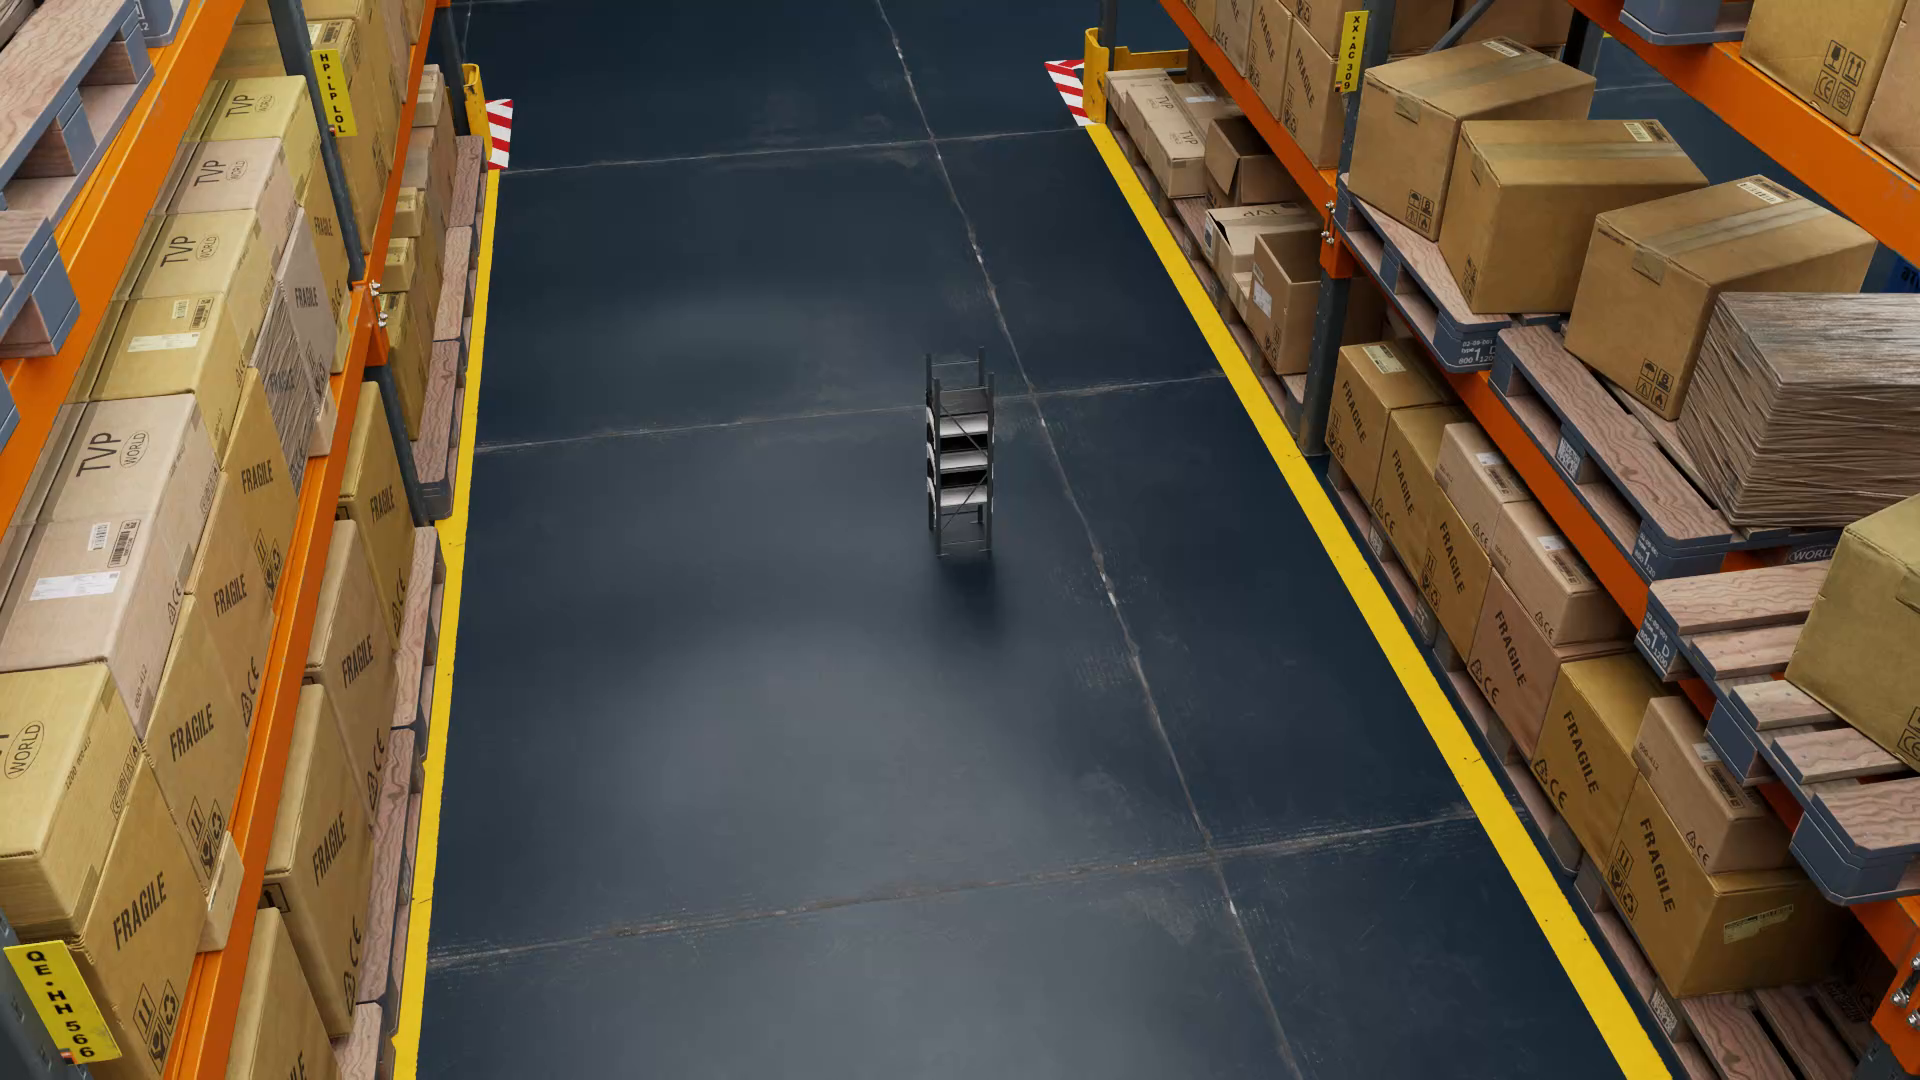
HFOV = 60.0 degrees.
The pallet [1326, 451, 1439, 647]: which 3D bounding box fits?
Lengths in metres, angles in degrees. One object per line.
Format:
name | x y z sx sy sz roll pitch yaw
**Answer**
pallet | 2.265 -0.065 7.162 1.003 0.211 1.213 -6 38 -8

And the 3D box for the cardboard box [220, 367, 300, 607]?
cardboard box | -2.191 -0.119 4.618 0.500 0.500 0.500 -5 38 -7

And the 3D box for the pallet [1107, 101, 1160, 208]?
pallet | 1.538 -2.441 10.220 1.003 0.211 1.213 -6 38 -8

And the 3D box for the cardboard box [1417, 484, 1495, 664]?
cardboard box | 2.115 0.102 6.353 0.500 0.500 0.500 -6 38 -7

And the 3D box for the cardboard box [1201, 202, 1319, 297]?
cardboard box | 1.574 -1.532 8.610 0.500 0.311 0.500 -6 38 -8

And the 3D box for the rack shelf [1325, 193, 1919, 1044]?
rack shelf | 2.436 -0.162 5.600 1.077 0.370 4.000 -6 38 -8

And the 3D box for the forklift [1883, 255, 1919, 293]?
forklift | 5.020 -0.883 5.998 1.130 2.935 3.031 -11 39 -14

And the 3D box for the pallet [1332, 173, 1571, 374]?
pallet | 2.118 -1.084 6.356 1.003 0.211 1.213 -6 38 -8

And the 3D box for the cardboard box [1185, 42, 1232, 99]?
cardboard box | 1.722 -2.954 10.287 0.500 0.500 0.500 -6 38 -8

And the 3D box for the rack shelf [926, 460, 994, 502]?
rack shelf | -0.001 -0.263 7.056 0.258 0.077 0.200 -6 38 -8

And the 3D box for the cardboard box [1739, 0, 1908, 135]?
cardboard box | 2.496 -1.344 4.008 0.910 0.500 0.500 -6 38 -8

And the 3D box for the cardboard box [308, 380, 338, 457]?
cardboard box | -2.281 -0.389 5.494 0.380 0.149 0.250 -6 38 -8

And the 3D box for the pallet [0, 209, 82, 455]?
pallet | -2.255 -0.196 2.766 1.213 0.211 1.003 -5 38 -6

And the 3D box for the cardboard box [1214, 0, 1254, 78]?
cardboard box | 1.561 -2.589 8.056 0.500 0.500 0.500 -5 38 -7

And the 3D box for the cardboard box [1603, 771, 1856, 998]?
cardboard box | 2.391 1.036 5.150 0.500 0.500 0.500 -5 38 -6

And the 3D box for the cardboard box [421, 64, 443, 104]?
cardboard box | -3.069 -2.500 9.189 0.380 0.149 0.250 -7 38 -8

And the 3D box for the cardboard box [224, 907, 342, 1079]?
cardboard box | -2.090 1.522 4.256 0.750 0.750 0.750 -7 38 -9

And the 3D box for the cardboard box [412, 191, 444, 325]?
cardboard box | -2.994 -1.374 8.269 0.700 0.500 0.500 -5 38 -7

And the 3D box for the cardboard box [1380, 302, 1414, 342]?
cardboard box | 2.224 -1.043 7.980 0.500 0.311 0.500 -6 38 -8

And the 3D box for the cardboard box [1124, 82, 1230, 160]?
cardboard box | 1.287 -2.497 9.901 0.500 0.250 0.500 -6 38 -8

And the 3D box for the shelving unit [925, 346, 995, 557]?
shelving unit | -0.001 -0.360 6.980 0.258 0.900 0.210 -6 38 -8

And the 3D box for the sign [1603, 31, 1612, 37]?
sign | 2.631 -2.173 6.658 0.100 0.325 0.005 -6 38 -8

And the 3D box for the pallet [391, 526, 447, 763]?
pallet | -2.582 0.440 6.511 1.003 0.211 1.213 -6 38 -8

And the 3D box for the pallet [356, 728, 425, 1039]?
pallet | -2.365 1.179 5.561 1.003 0.211 1.213 -6 38 -8

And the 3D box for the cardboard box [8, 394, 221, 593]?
cardboard box | -2.102 -0.092 3.972 0.500 0.250 0.500 -6 38 -8

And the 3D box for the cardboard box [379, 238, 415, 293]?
cardboard box | -2.702 -1.243 7.571 0.380 0.149 0.250 -5 38 -6

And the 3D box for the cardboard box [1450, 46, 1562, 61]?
cardboard box | 2.264 -2.030 7.337 0.500 0.500 0.500 -5 38 -7

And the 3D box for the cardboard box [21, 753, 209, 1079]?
cardboard box | -1.923 0.812 3.420 0.500 0.500 0.500 -5 38 -7

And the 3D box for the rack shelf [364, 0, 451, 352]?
rack shelf | -3.142 -2.043 8.021 1.077 0.370 4.000 -6 38 -8

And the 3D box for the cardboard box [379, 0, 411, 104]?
cardboard box | -3.130 -2.446 7.710 0.980 0.700 0.700 -8 39 -10

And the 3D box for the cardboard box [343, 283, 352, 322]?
cardboard box | -2.453 -0.854 6.092 0.380 0.149 0.250 -6 38 -8

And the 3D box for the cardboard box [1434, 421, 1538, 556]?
cardboard box | 2.105 -0.214 6.148 0.500 0.250 0.500 -6 38 -8

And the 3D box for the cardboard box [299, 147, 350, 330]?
cardboard box | -2.462 -1.032 5.793 0.500 0.500 0.500 -7 38 -9

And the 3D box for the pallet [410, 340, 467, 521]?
pallet | -2.848 -0.485 7.703 1.003 0.211 1.213 -6 38 -8

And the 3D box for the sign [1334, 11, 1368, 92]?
sign | 1.552 -1.933 6.587 0.100 0.325 0.005 -6 38 -8

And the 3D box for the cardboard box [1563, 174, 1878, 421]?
cardboard box | 2.456 -0.799 5.409 0.700 0.500 0.500 -16 41 -19

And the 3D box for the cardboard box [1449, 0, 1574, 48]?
cardboard box | 2.279 -2.403 7.002 0.500 0.500 0.500 -5 38 -7

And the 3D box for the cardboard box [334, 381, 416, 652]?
cardboard box | -2.549 -0.057 6.288 0.750 0.750 0.750 -6 38 -7

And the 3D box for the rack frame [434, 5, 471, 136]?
rack frame | -3.493 -3.535 9.355 1.000 3.000 0.127 -6 38 -8

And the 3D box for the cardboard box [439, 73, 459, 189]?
cardboard box | -3.271 -2.301 9.463 0.700 0.500 0.500 -6 38 -8

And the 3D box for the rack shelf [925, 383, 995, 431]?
rack shelf | -0.001 -0.547 6.835 0.258 0.077 0.200 -6 38 -8
